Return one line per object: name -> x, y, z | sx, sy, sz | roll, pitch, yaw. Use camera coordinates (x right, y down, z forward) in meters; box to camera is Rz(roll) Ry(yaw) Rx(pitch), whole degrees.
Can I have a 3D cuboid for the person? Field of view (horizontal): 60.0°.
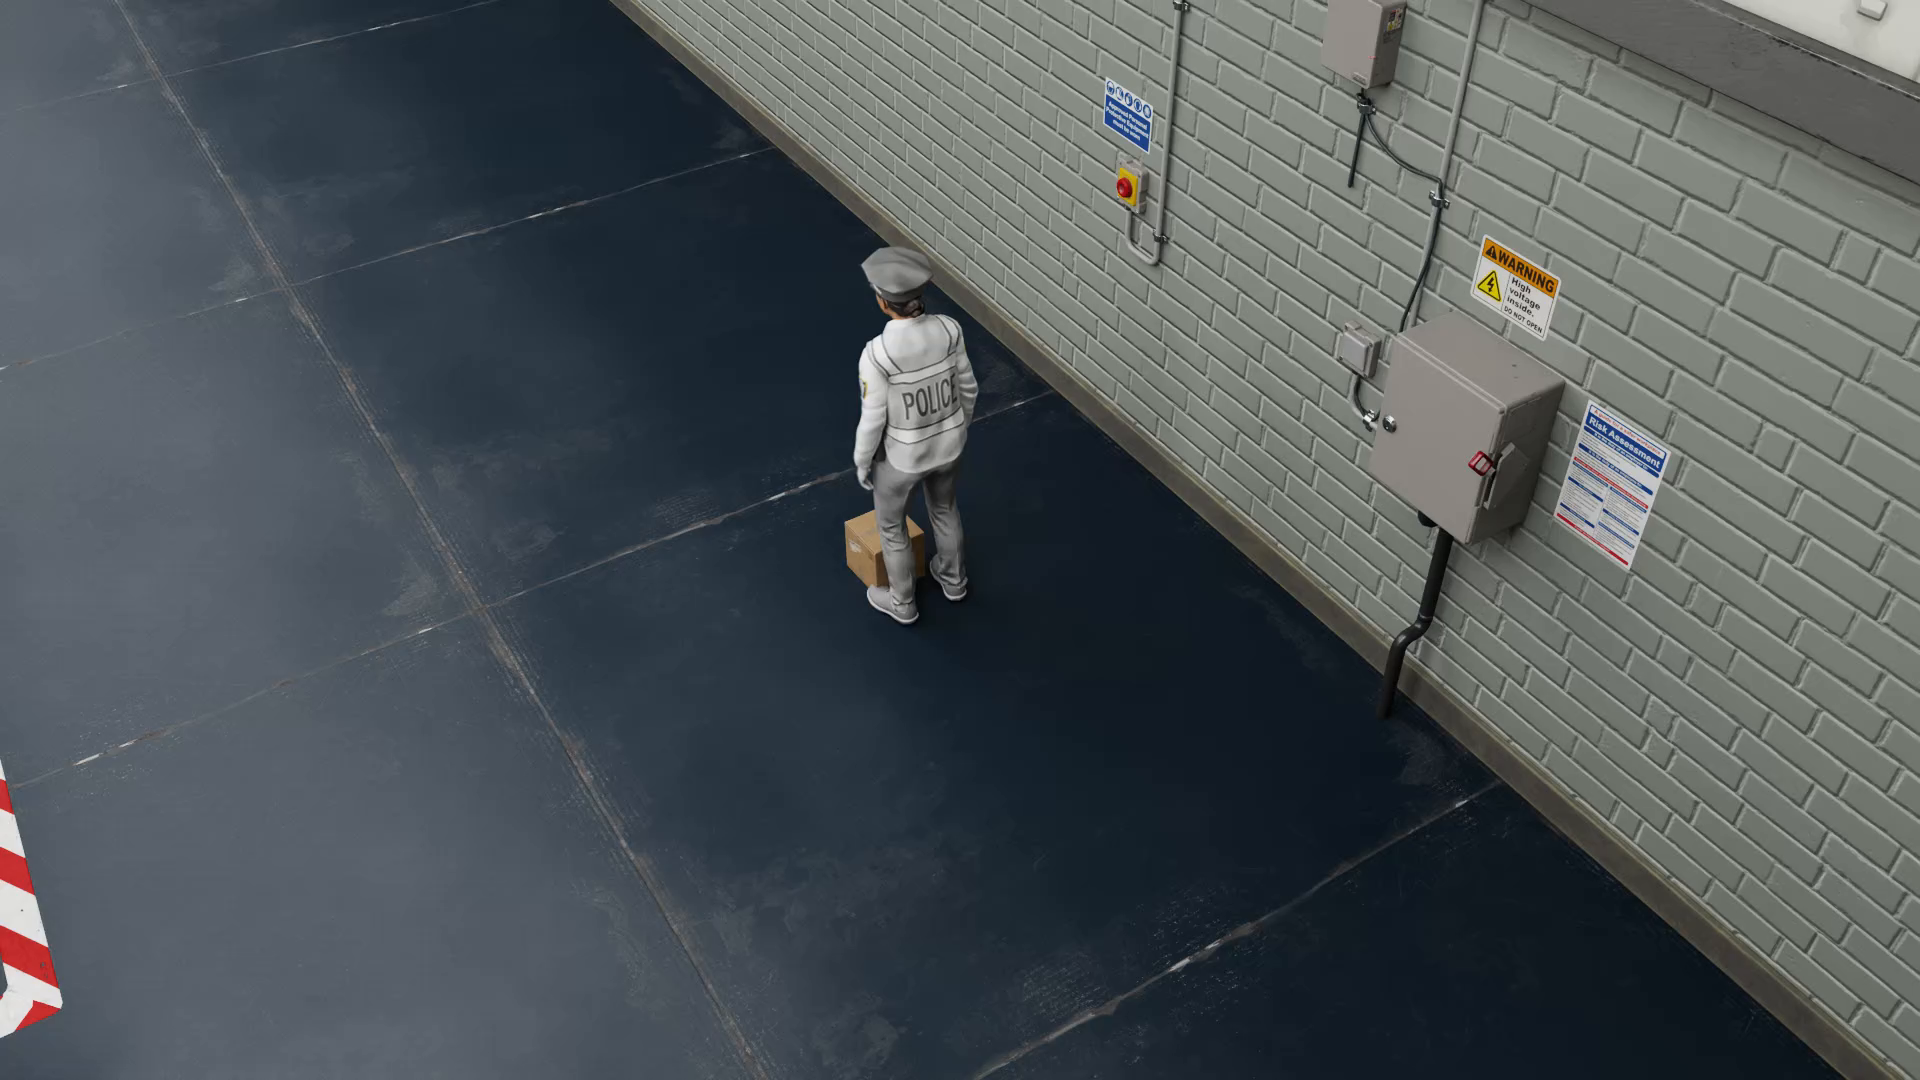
person -> -0.181, -0.365, 6.576 | 0.527, 1.662, 0.376 | -23, 46, -24
